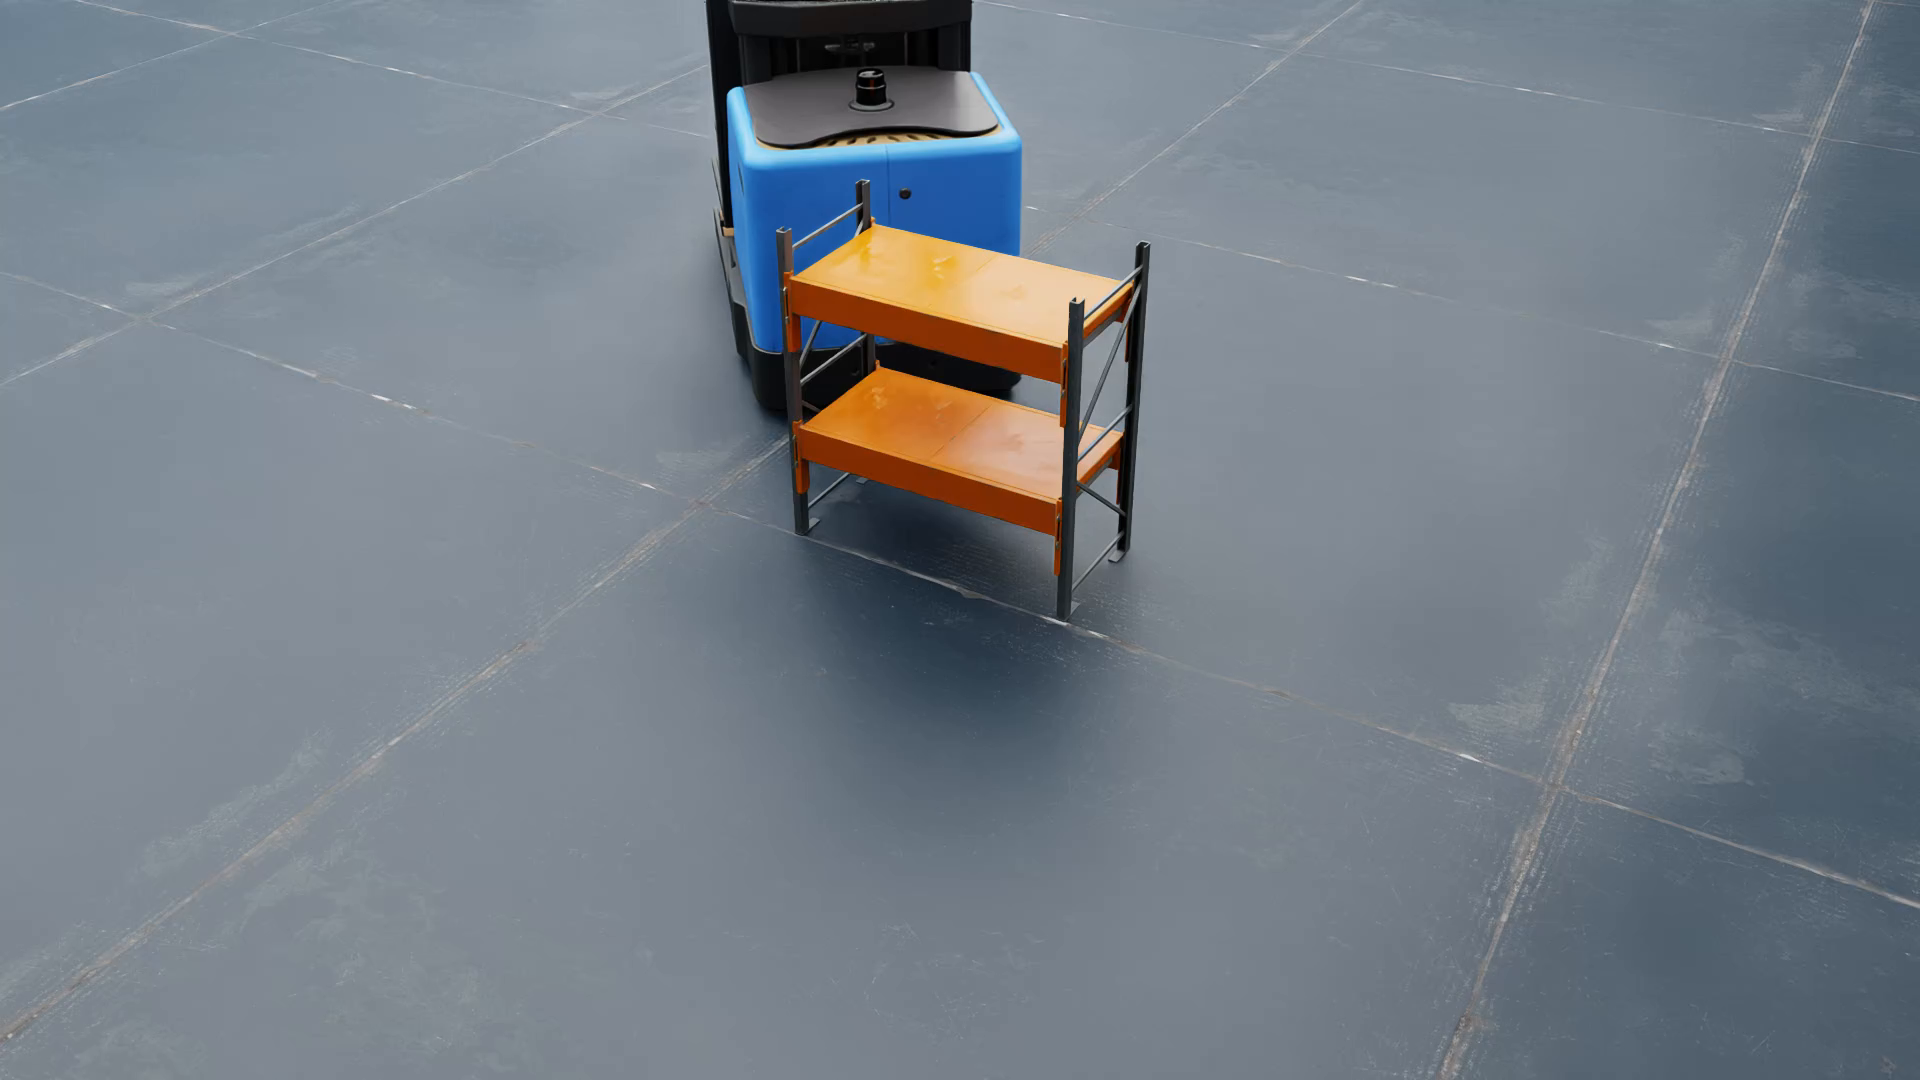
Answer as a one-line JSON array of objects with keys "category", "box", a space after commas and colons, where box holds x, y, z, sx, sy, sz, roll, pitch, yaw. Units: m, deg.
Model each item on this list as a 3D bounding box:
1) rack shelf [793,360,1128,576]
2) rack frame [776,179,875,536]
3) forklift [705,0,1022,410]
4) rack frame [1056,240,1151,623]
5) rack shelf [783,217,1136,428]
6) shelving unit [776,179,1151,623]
[{"category": "rack shelf", "box": [0.006, -0.263, 5.571, 1.000, 0.278, 0.538, 18, 37, 24]}, {"category": "rack frame", "box": [-0.435, -0.606, 5.645, 0.032, 1.125, 0.500, 18, 37, 24]}, {"category": "forklift", "box": [-0.545, -2.528, 6.902, 1.130, 2.935, 3.031, -6, 34, -9]}, {"category": "rack frame", "box": [0.447, -0.327, 5.225, 0.032, 1.125, 0.500, 18, 37, 24]}, {"category": "rack shelf", "box": [0.006, -0.710, 5.273, 1.000, 0.278, 0.538, 18, 37, 24]}, {"category": "shelving unit", "box": [0.006, -0.466, 5.435, 1.048, 1.125, 0.538, 18, 37, 24]}]
